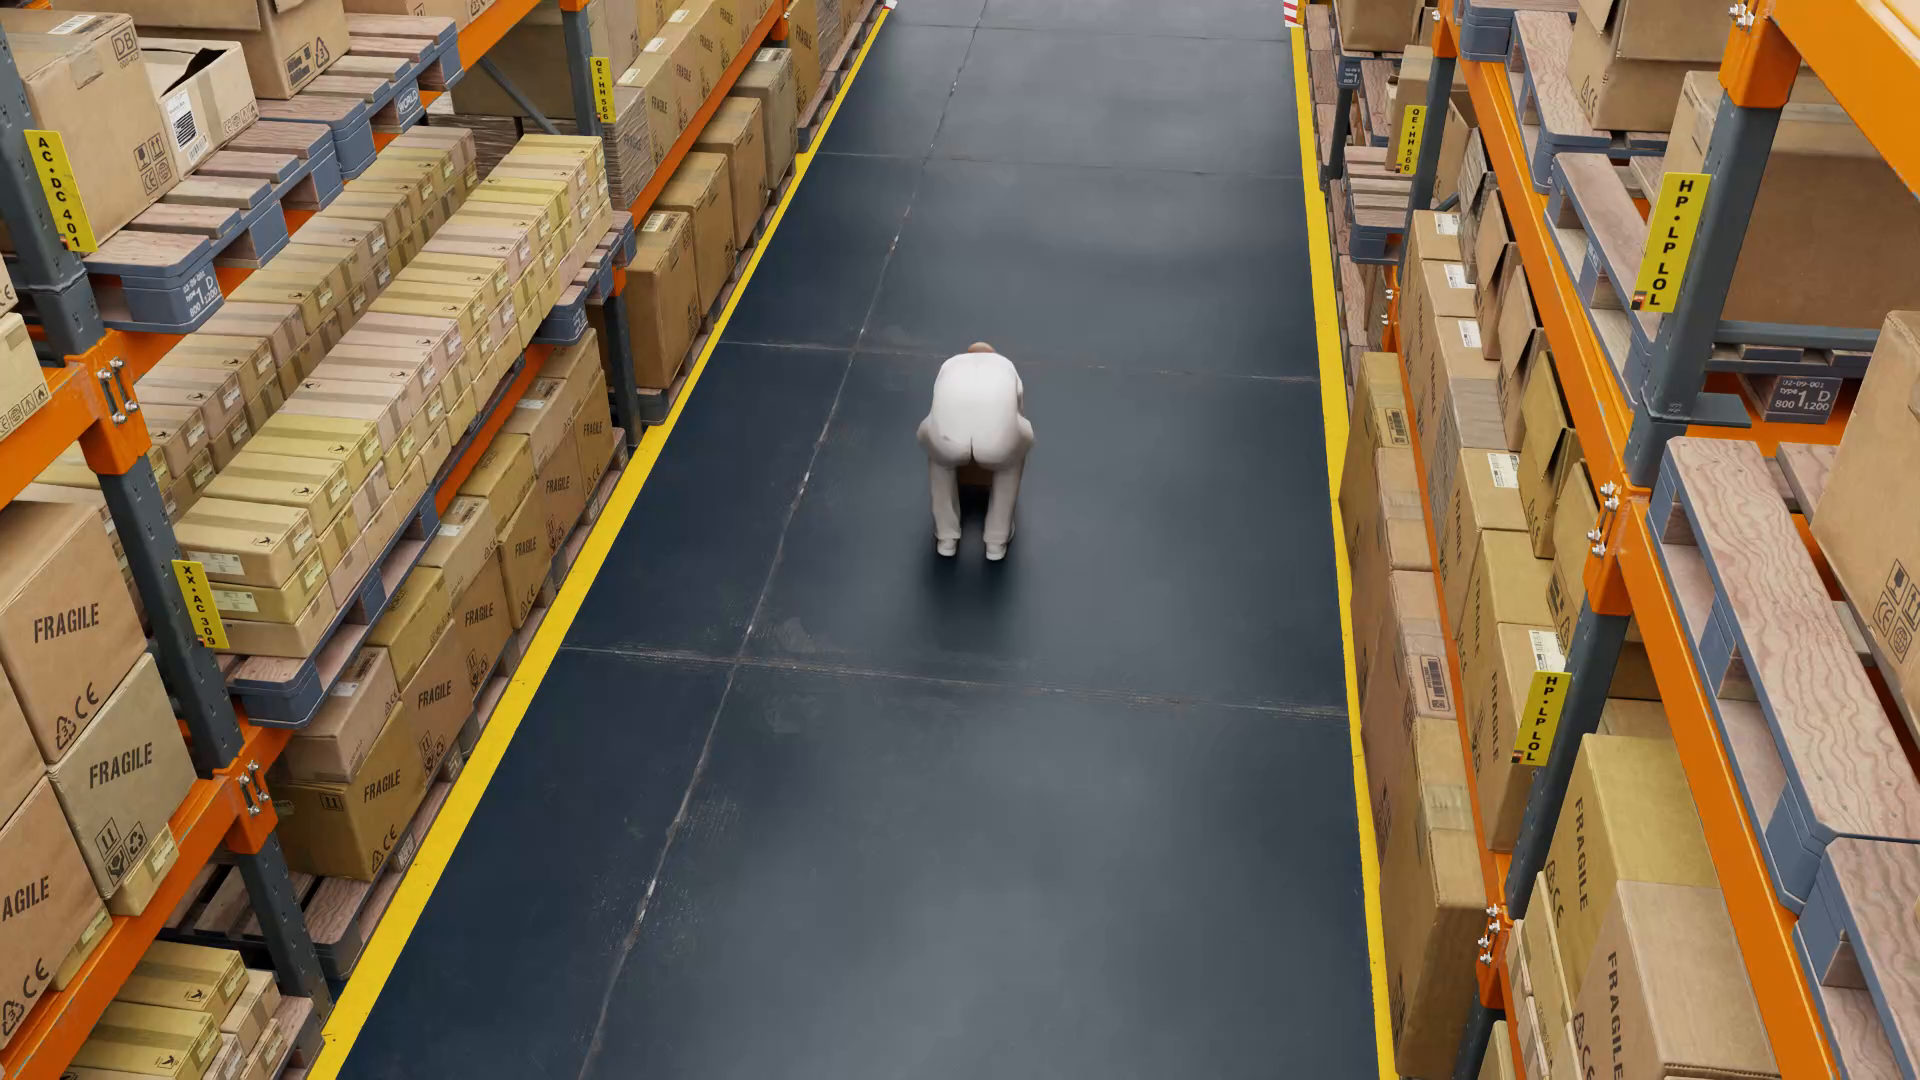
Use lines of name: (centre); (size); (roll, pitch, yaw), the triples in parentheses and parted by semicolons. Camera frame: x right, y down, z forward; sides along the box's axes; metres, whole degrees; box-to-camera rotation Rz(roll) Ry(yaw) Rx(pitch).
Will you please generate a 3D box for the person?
person: (0.046, -0.704, 8.038); (0.643, 1.772, 0.429); (3, 36, 4)
